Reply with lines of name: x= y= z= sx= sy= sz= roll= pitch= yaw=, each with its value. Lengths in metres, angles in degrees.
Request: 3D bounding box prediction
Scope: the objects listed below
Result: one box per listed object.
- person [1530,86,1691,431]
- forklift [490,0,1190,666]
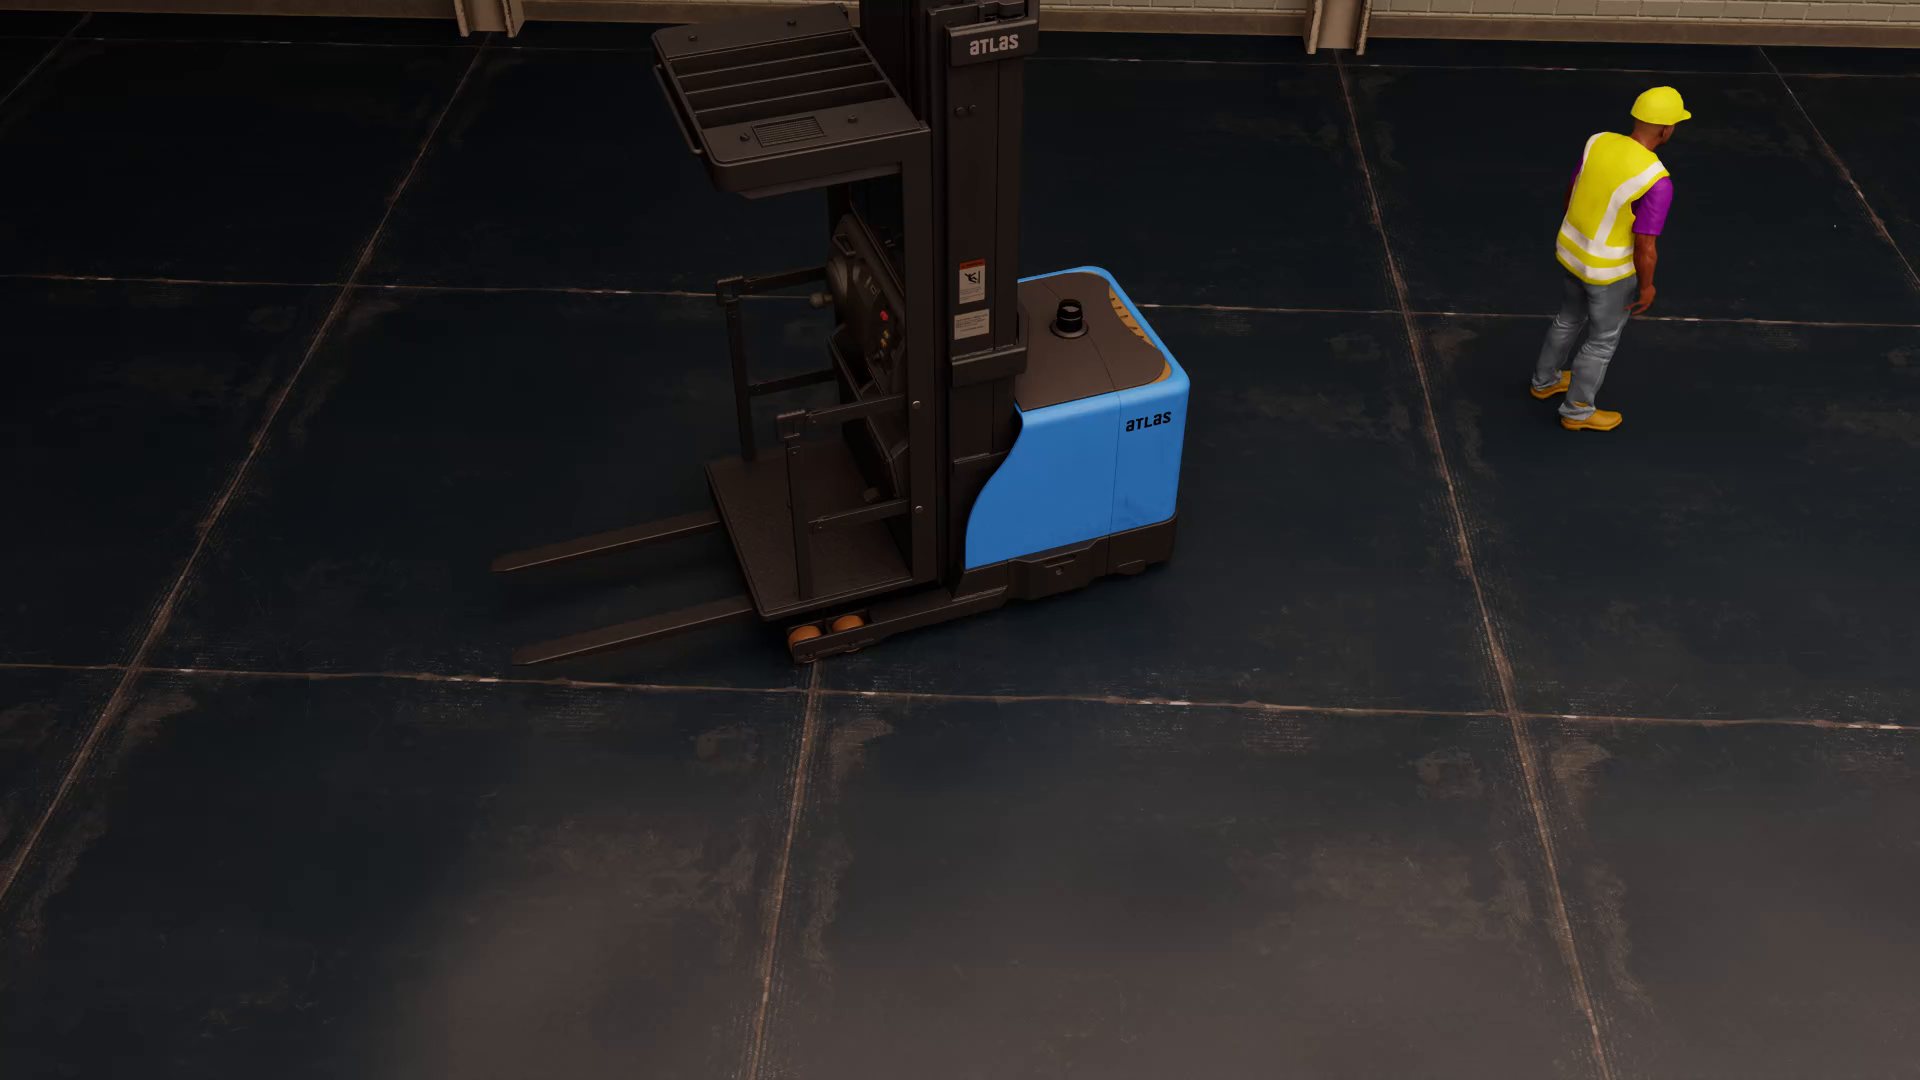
person: x=3.155 y=-1.375 z=8.119 sx=0.454 sy=1.761 sz=0.636 roll=-14 pitch=44 yaw=-15
forklift: x=-0.573 y=-0.945 z=6.778 sx=3.031 sy=2.935 sz=1.130 roll=-13 pitch=44 yaw=-14
